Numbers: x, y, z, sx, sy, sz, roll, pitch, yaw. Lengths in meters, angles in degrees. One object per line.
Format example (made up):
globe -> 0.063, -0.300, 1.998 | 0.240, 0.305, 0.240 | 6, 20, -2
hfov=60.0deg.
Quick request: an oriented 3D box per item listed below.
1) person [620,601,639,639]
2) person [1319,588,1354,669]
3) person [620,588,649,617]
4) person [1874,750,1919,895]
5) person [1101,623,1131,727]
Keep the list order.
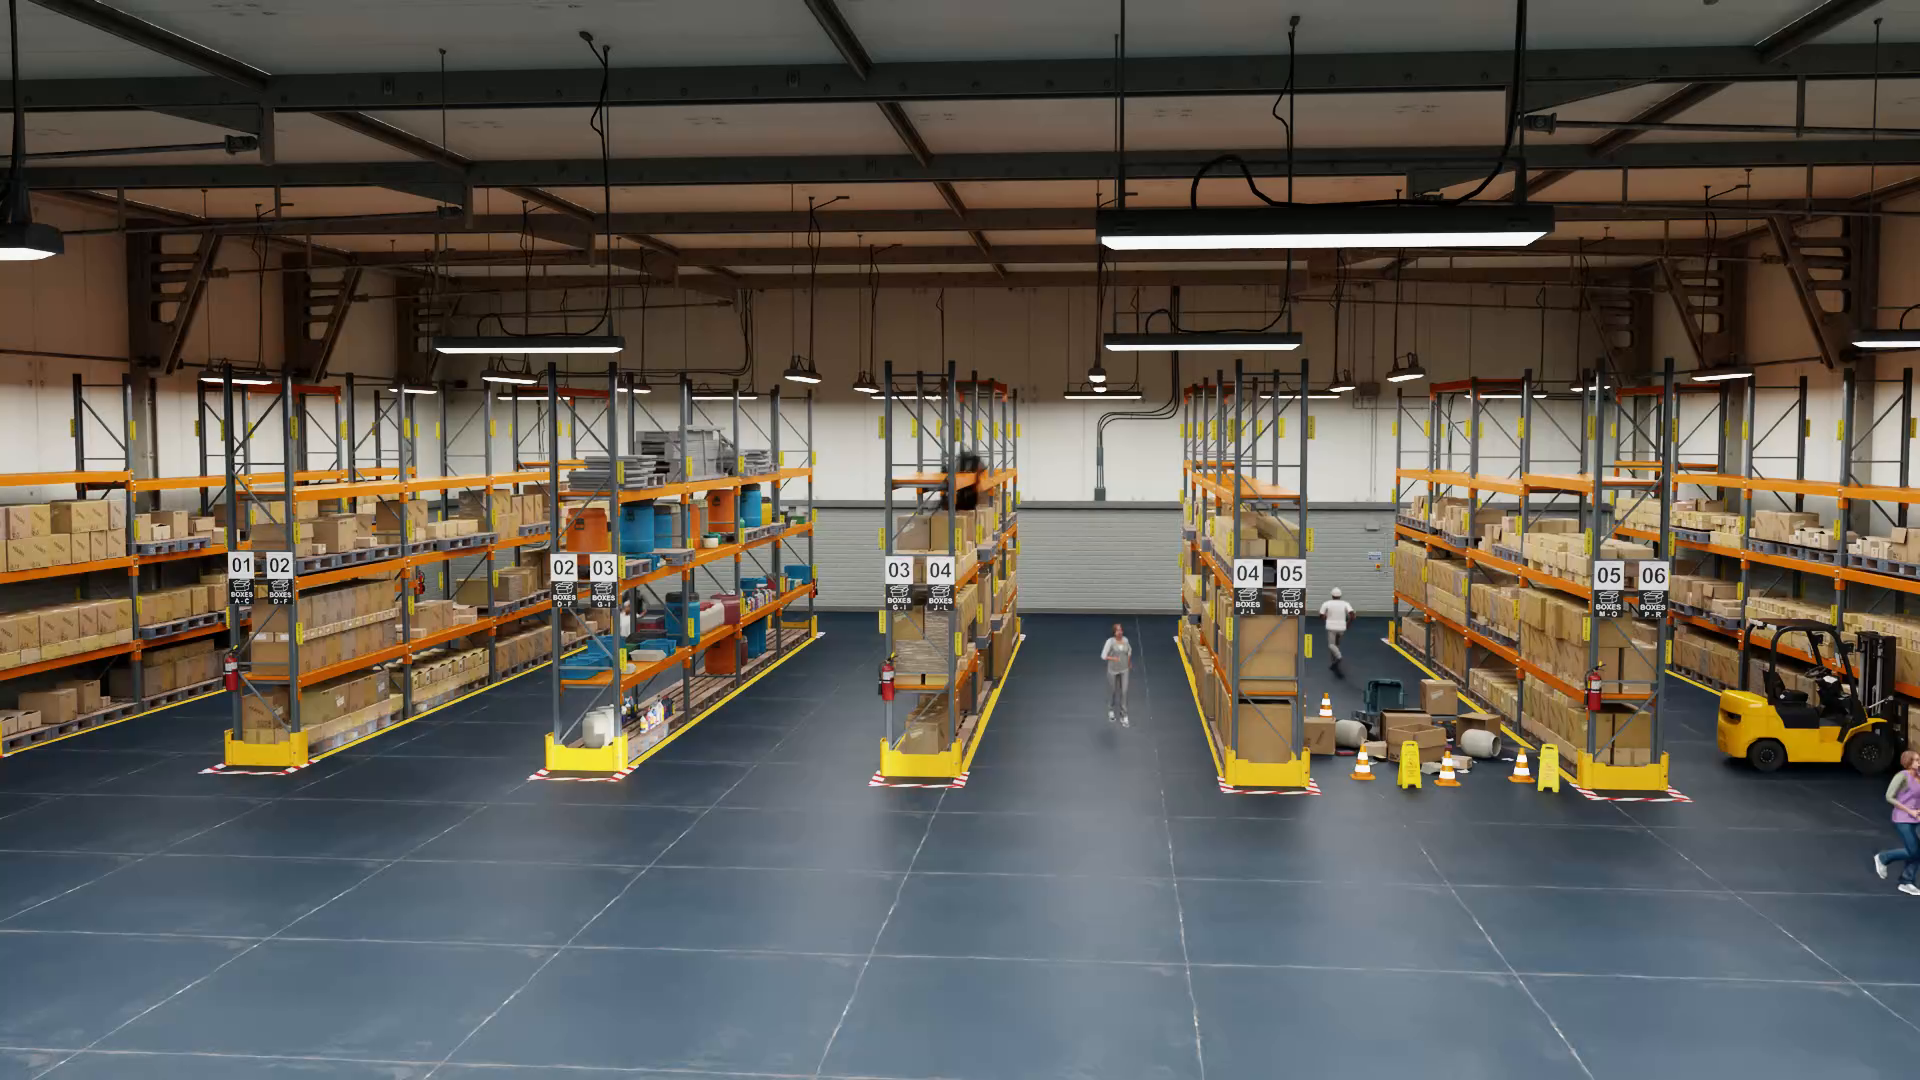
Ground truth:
person -> -6.599, 2.027, 33.139 | 0.614, 1.631, 0.575 | 0, 4, -2
person -> 7.768, 1.875, 34.437 | 0.666, 1.775, 1.141 | 0, 4, -2
person -> -7.318, 1.726, 37.225 | 0.702, 1.683, 0.583 | 0, 4, -6
person -> 10.250, 3.040, 18.031 | 0.534, 1.553, 0.557 | -2, 4, -26
person -> 2.529, 2.142, 26.726 | 0.540, 1.616, 0.816 | 0, 4, -7
